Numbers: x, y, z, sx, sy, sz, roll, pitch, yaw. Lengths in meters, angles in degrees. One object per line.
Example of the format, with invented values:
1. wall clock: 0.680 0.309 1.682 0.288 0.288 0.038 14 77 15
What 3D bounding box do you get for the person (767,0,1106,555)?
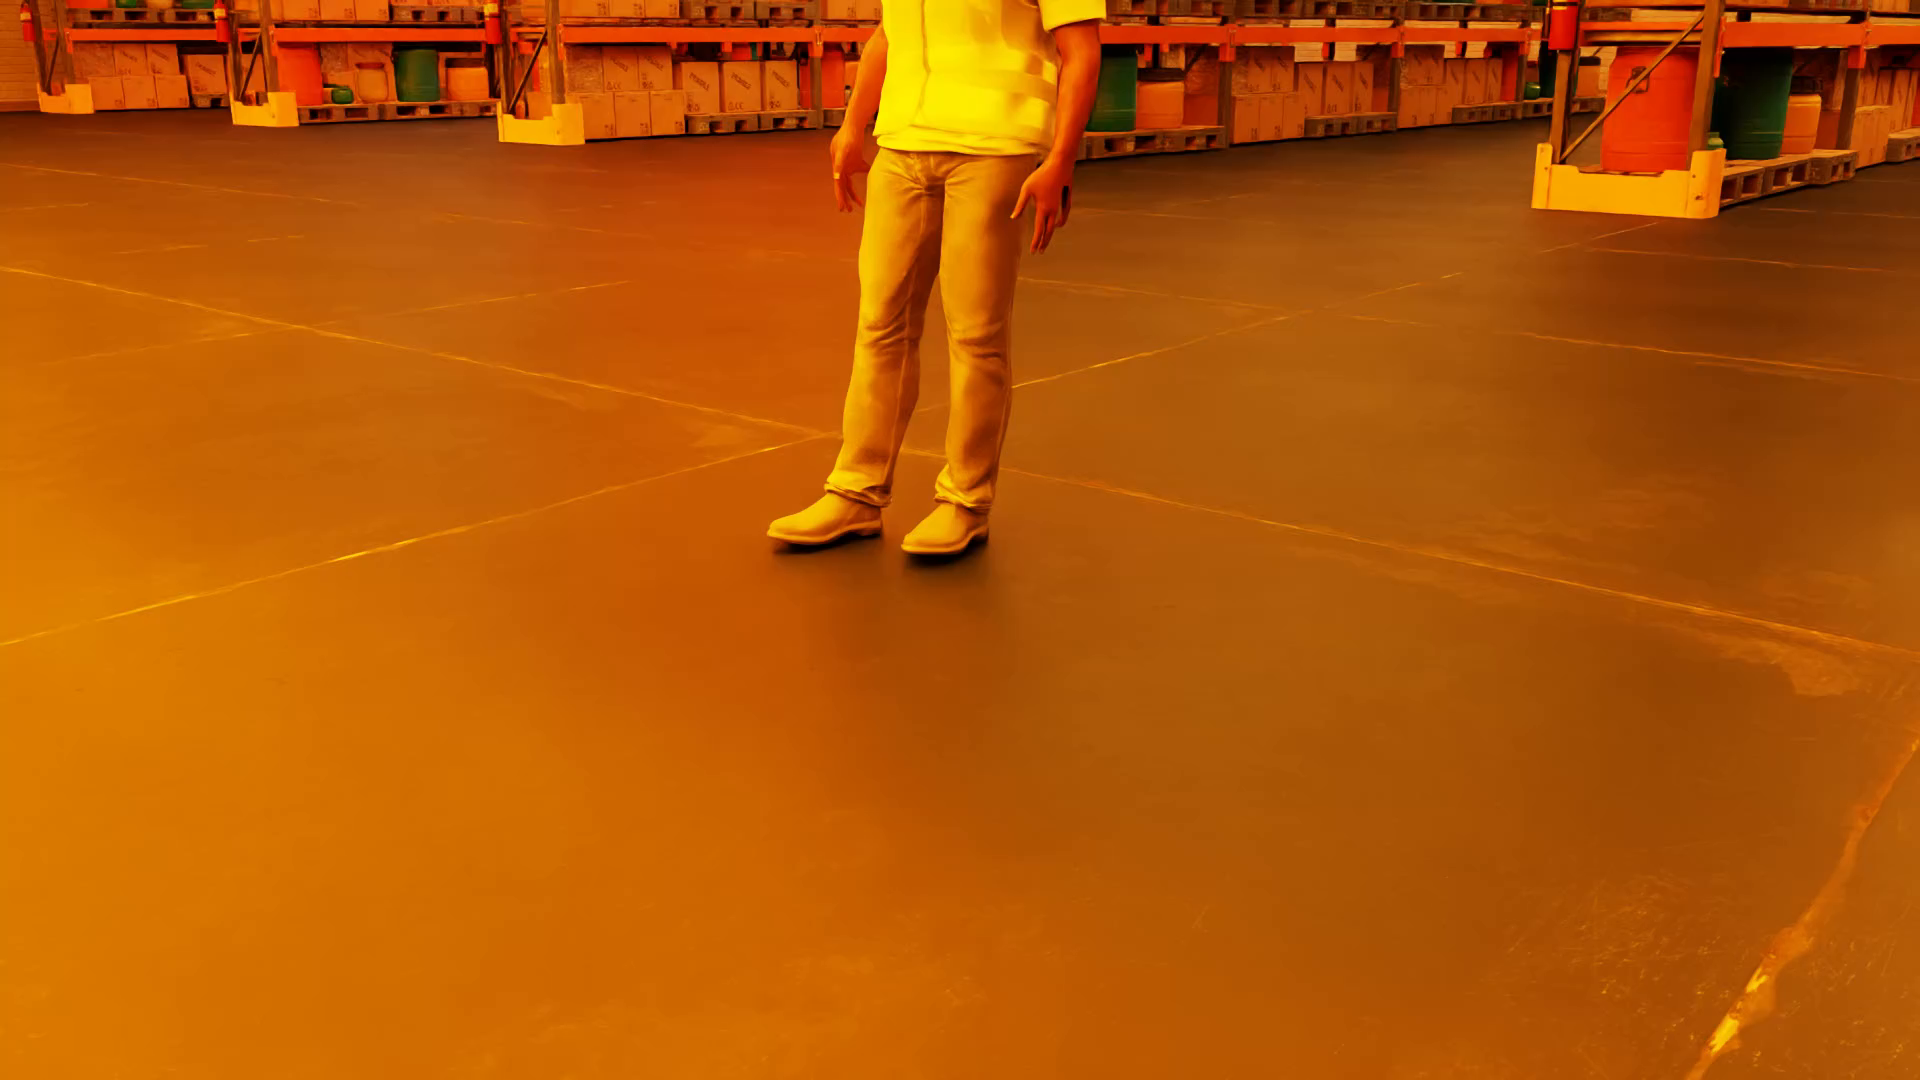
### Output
1. person: -0.049 -0.838 3.636 0.665 1.765 0.577 13 21 37
